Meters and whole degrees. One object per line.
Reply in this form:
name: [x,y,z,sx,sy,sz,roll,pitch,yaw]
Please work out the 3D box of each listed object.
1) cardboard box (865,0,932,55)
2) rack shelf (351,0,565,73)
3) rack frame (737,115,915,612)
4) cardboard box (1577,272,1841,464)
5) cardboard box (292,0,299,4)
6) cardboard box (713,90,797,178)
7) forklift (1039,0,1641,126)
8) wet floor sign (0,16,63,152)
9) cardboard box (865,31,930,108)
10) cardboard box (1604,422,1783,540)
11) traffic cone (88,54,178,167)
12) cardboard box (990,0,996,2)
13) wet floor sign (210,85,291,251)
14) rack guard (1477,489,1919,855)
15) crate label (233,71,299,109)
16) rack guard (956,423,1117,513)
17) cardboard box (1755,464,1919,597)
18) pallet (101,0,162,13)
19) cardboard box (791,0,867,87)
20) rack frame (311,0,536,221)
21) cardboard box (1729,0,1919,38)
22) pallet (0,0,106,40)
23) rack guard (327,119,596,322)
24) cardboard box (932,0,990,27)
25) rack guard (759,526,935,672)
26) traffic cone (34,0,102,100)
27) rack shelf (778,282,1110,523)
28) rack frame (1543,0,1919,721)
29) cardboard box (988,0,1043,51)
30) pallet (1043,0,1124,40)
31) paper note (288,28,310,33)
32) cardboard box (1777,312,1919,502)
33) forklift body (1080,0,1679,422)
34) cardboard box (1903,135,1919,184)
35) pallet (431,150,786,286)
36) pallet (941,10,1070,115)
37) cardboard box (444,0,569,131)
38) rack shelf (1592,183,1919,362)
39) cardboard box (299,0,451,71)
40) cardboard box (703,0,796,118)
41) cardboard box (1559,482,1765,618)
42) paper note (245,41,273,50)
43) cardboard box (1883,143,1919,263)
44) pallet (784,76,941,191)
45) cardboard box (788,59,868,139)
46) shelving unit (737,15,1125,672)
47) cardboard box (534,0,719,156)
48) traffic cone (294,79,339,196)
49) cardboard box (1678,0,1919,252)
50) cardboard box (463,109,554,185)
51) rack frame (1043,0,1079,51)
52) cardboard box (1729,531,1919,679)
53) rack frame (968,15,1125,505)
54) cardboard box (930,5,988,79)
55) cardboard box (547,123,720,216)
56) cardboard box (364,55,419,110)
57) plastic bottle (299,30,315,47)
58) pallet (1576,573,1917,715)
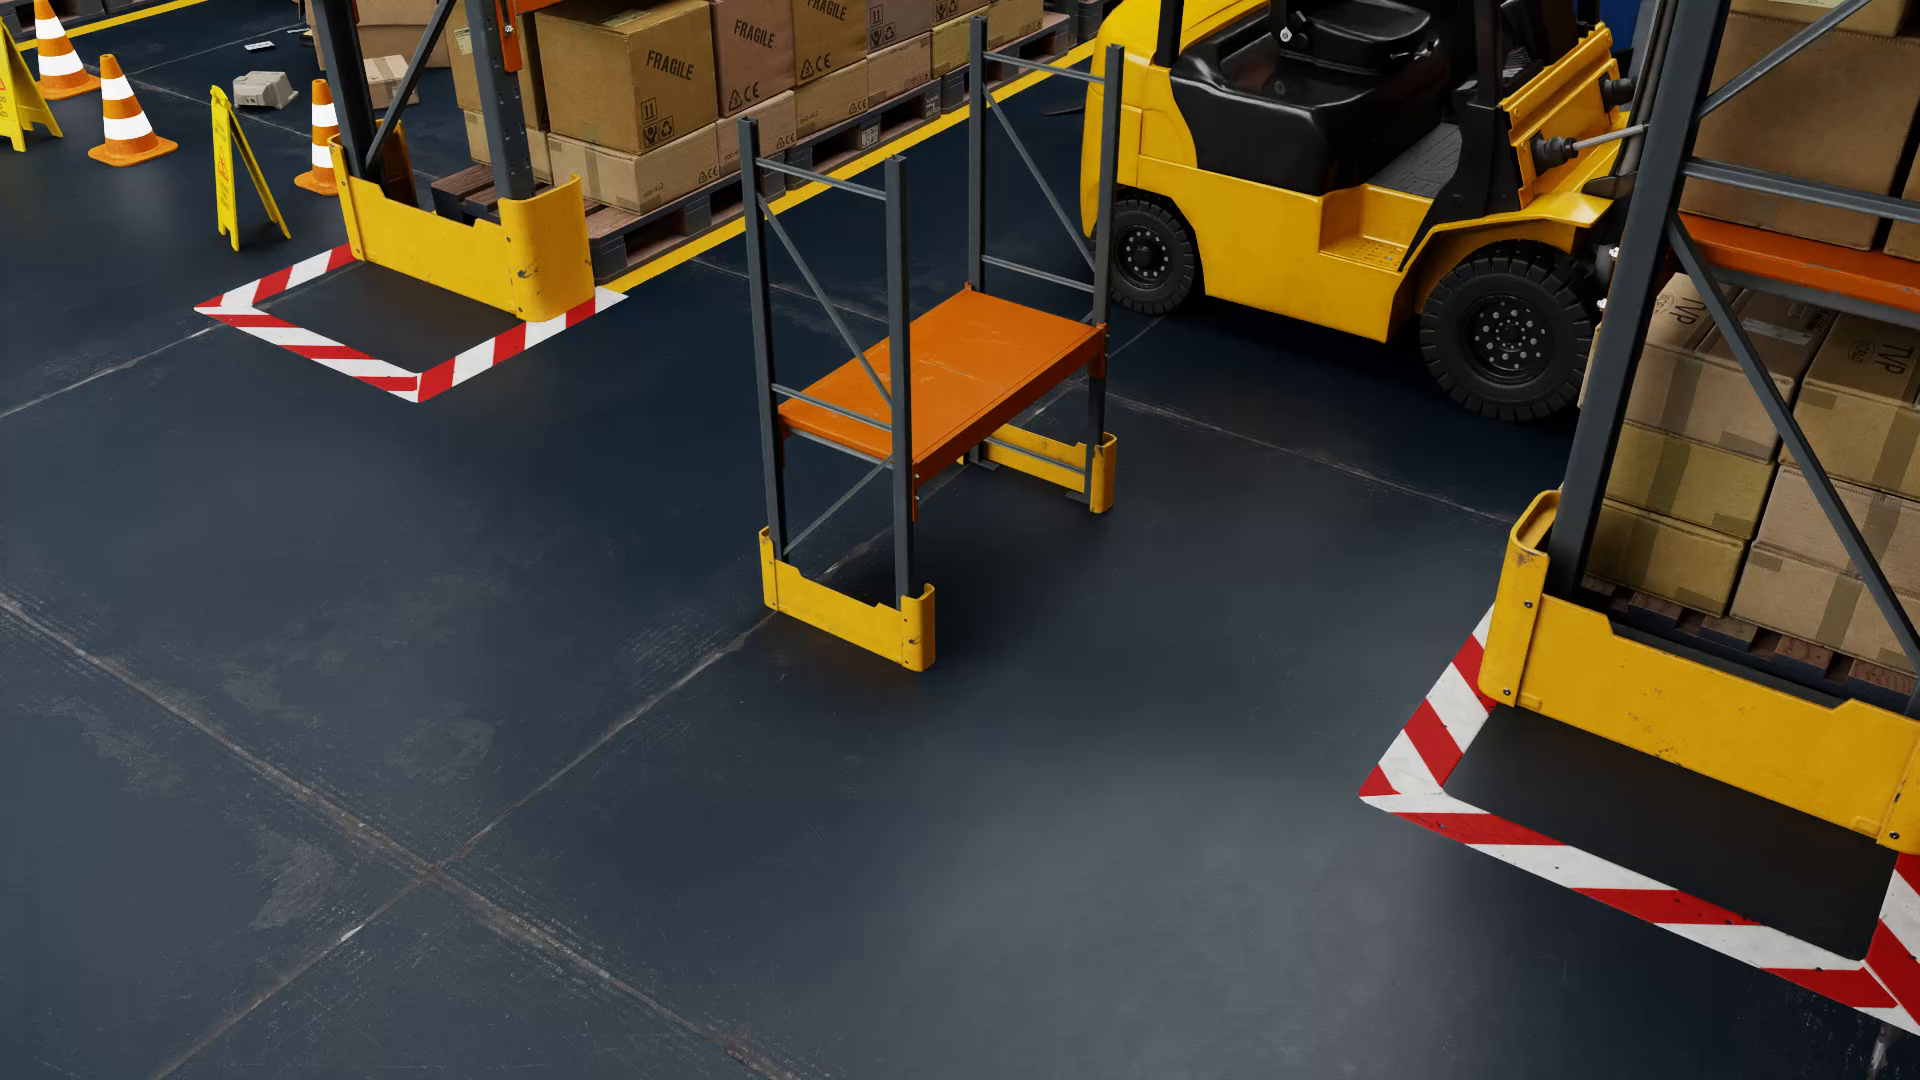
cardboard box: [-0.481,-2.669,7.930,0.500,0.500,0.500,24,41,31]
rack shelf: [-0.926,-2.933,7.552,1.077,0.370,4.000,21,39,28]
rack frame: [-0.338,-0.348,4.426,0.500,1.500,0.032,21,39,28]
cardboard box: [2.019,-0.488,4.480,0.500,0.250,0.500,23,40,30]
cardboard box: [-3.952,-3.609,10.139,0.500,0.500,0.500,29,44,36]
cardboard box: [-1.082,-1.861,7.404,0.500,0.250,0.500,23,40,30]
forklift: [1.857,-3.292,7.502,3.031,2.935,1.130,-17,38,-23]
wet floor sign: [-4.581,-2.224,7.963,0.267,0.644,0.232,14,37,20]
cardboard box: [-0.491,-2.348,8.124,0.500,0.250,0.500,22,40,29]
cardboard box: [2.034,-0.293,4.639,0.500,0.250,0.500,21,39,28]
traffic cone: [-3.987,-2.068,7.895,0.336,0.463,0.334,21,39,28]
cardboard box: [0.097,-3.139,8.624,0.500,0.500,0.500,21,39,28]
wet floor sign: [-3.054,-1.590,7.025,0.232,0.644,0.267,-22,40,-29]
rack guard: [1.999,0.320,4.331,1.175,0.500,0.348,21,39,28]
crate label: [-3.590,-2.314,8.550,0.250,0.136,0.298,3,34,4]
rack guard: [0.240,-0.298,5.467,0.587,0.250,0.087,21,39,28]
cardboard box: [2.452,-0.119,4.382,0.500,0.250,0.500,22,40,29]
pallet: [-5.103,-3.642,10.447,1.003,0.211,1.213,21,39,28]
cardboard box: [-0.779,-2.421,7.562,0.500,0.500,0.500,22,40,29]
rack frame: [-2.067,-2.311,5.989,1.000,3.000,0.127,21,39,28]
cardboard box: [1.981,-1.286,3.806,0.380,0.149,0.250,22,40,29]
pallet: [-5.799,-3.083,9.621,1.003,0.211,1.213,21,39,28]
rack guard: [-2.023,-1.310,6.741,1.175,0.500,0.348,21,39,28]
cardboard box: [-0.191,-2.904,8.277,0.500,0.500,0.500,22,40,29]
rack guard: [-0.327,0.161,4.789,0.587,0.250,0.087,21,39,28]
traffic cone: [-4.722,-2.585,8.660,0.336,0.463,0.334,21,39,28]
rack shelf: [-0.049,-0.433,4.873,0.538,0.185,1.000,21,39,28]
rack frame: [2.013,-0.727,3.647,1.000,3.000,0.127,21,39,28]
cardboard box: [0.098,-2.829,8.835,0.500,0.250,0.500,23,40,30]
pallet: [0.657,-3.355,10.023,1.003,0.211,1.213,21,39,28]
paper note: [-3.810,-2.937,9.584,0.123,0.001,0.032,-15,37,-21]
cardboard box: [2.443,-0.337,4.257,0.500,0.250,0.500,21,39,28]
forklift body: [1.596,-1.831,6.037,2.313,2.155,1.214,21,39,28]
cardboard box: [2.381,-1.315,4.427,0.500,0.500,0.500,23,40,30]
pallet: [-1.531,-1.553,7.358,1.003,0.211,1.213,21,39,28]
pallet: [-0.140,-2.676,9.019,1.003,0.211,1.213,21,39,28]
cardboard box: [-1.824,-2.108,7.100,0.500,0.500,0.500,22,40,28]
rack shelf: [3.153,-1.349,5.210,1.077,0.370,4.000,21,39,28]
cardboard box: [-3.145,-2.894,9.080,0.797,0.503,0.637,-3,34,-4]
cardboard box: [-1.072,-2.192,7.224,0.500,0.500,0.500,20,39,27]
cardboard box: [2.021,-0.079,4.769,0.500,0.250,0.500,22,40,28]
paper note: [-3.926,-2.775,9.327,0.142,0.017,0.144,-22,40,-29]
cardboard box: [2.524,-0.908,3.825,0.500,0.500,0.500,23,40,30]
pallet: [-0.835,-2.112,8.185,1.003,0.211,1.213,21,39,28]
cardboard box: [-0.782,-2.116,7.781,0.500,0.250,0.500,24,41,31]
shelving unit: [-0.043,-0.586,4.778,0.587,1.500,1.083,21,39,28]
cardboard box: [-1.367,-1.950,6.867,0.500,0.500,0.500,20,39,27]
traffic cone: [-2.881,-1.870,7.602,0.336,0.463,0.334,21,39,28]
cardboard box: [2.078,-1.079,4.078,0.500,0.500,0.500,20,39,27]
cardboard box: [-1.813,-1.815,7.335,0.500,0.250,0.500,21,39,28]
rack frame: [0.214,-4.152,8.711,1.000,3.000,0.127,21,39,28]
cardboard box: [2.454,0.075,4.542,0.500,0.250,0.500,21,40,28]
rack frame: [0.241,-0.816,5.118,0.500,1.500,0.032,21,39,28]
cardboard box: [-0.198,-2.580,8.468,0.500,0.250,0.500,20,39,27]
cardboard box: [-1.380,-1.629,7.060,0.500,0.250,0.500,21,39,28]
cardboard box: [-2.979,-2.378,8.633,0.250,0.149,0.380,-15,37,-21]
plastic bottle: [-3.616,-2.878,9.451,0.133,0.061,0.283,8,35,12]
pallet: [2.415,0.063,4.969,1.003,0.211,1.213,21,39,28]
